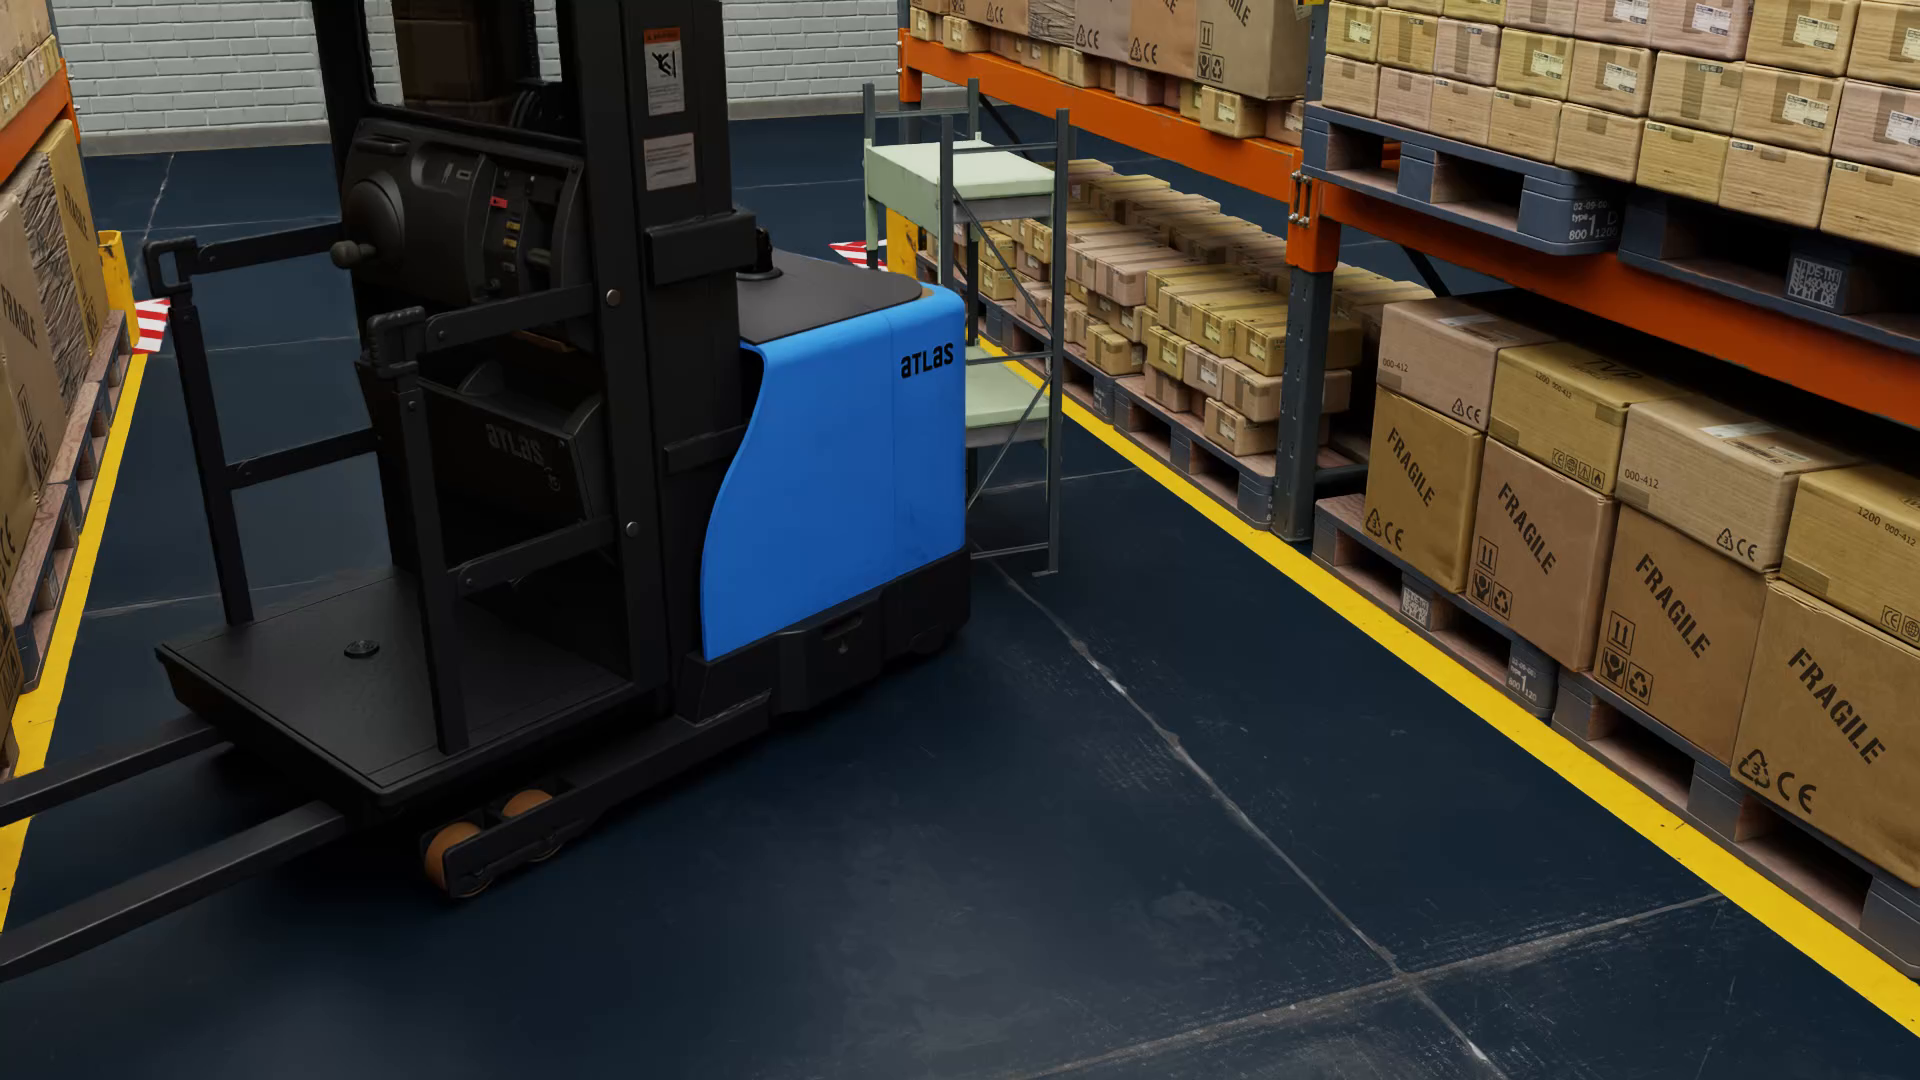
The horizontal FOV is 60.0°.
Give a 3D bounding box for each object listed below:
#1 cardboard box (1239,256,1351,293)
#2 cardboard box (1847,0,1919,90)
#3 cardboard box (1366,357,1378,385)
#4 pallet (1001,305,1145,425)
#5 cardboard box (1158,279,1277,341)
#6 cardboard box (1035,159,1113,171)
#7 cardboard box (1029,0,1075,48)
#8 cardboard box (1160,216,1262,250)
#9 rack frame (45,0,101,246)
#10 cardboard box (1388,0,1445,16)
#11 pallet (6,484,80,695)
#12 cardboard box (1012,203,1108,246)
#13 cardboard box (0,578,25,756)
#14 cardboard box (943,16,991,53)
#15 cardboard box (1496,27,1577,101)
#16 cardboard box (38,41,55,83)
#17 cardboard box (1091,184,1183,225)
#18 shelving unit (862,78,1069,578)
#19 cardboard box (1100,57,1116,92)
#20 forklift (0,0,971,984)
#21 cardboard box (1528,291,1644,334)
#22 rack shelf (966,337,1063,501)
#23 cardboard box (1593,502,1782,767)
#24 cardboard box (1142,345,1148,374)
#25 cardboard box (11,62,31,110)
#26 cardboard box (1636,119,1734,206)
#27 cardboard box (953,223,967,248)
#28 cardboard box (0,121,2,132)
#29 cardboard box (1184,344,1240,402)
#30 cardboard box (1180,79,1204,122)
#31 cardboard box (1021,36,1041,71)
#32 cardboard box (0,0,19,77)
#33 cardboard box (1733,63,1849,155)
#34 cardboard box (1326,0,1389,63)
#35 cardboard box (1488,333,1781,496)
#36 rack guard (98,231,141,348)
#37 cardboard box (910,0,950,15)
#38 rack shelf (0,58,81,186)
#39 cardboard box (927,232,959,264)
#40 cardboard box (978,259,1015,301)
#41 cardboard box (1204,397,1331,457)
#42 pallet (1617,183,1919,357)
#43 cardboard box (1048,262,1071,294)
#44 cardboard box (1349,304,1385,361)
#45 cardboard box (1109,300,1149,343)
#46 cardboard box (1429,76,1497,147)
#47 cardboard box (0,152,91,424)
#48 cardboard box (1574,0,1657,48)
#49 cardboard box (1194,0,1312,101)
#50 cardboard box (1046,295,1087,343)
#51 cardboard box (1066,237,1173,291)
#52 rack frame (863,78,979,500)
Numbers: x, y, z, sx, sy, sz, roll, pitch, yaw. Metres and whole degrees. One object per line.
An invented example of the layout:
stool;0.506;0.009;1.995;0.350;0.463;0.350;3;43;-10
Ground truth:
cardboard box;1.353;-1.048;6.738;0.380;0.149;0.250;-9;24;-20
cardboard box;1.928;-0.939;3.133;0.380;0.149;0.250;-7;24;-16
cardboard box;1.743;-0.648;6.172;0.380;0.149;0.250;-7;24;-17
pallet;0.867;-0.854;7.503;1.003;0.211;1.213;-8;24;-19
cardboard box;0.980;-0.880;6.339;0.380;0.149;0.250;-9;24;-19
cardboard box;0.583;-1.905;8.772;0.380;0.149;0.250;-8;24;-18
cardboard box;0.619;-2.336;6.918;0.500;0.500;0.500;-9;24;-20
cardboard box;1.116;-1.334;7.417;0.380;0.149;0.250;-8;24;-19
rack frame;-4.517;-2.265;7.262;1.000;3.000;0.127;-8;24;-19
cardboard box;1.385;-1.501;4.465;0.380;0.149;0.250;-8;24;-18
pallet;-3.300;0.186;5.036;1.003;0.211;1.213;-8;24;-19
cardboard box;0.459;-1.452;7.697;0.380;0.149;0.250;-7;24;-17
cardboard box;-2.859;0.204;3.599;1.225;0.875;0.875;-8;24;-19
cardboard box;0.140;-2.438;7.997;0.380;0.149;0.250;-9;24;-20
cardboard box;1.558;-1.182;4.092;0.380;0.149;0.250;-9;25;-21
cardboard box;-3.990;-1.971;6.887;0.380;0.149;0.250;-8;24;-18
cardboard box;0.860;-1.626;8.111;0.380;0.149;0.250;-9;25;-21
shelving unit;0.002;-0.689;5.453;0.431;1.500;0.755;-8;24;-19
cardboard box;0.788;-1.887;6.688;0.380;0.149;0.250;-9;24;-20
forklift;-1.323;-0.755;3.768;1.130;2.935;3.031;19;29;38
cardboard box;2.071;-0.607;5.039;0.500;0.250;0.500;-9;24;-20
rack shelf;0.002;-0.388;5.580;0.431;0.370;0.720;-8;24;-19
cardboard box;1.971;0.188;4.119;0.500;0.500;0.500;-8;24;-18
cardboard box;0.968;-0.736;6.765;0.380;0.149;0.250;-9;24;-20
cardboard box;-3.721;-1.694;6.231;0.380;0.149;0.250;-9;24;-20
cardboard box;1.747;-0.853;3.695;0.380;0.149;0.250;-9;24;-20
cardboard box;0.147;-1.593;8.414;0.380;0.149;0.250;-8;24;-19
cardboard box;-3.450;-1.415;5.569;0.380;0.149;0.250;-9;25;-21
cardboard box;1.056;-0.640;6.153;0.380;0.149;0.250;-10;25;-22
cardboard box;1.020;-1.595;5.996;0.380;0.149;0.250;-7;24;-17
cardboard box;0.493;-2.168;7.354;0.380;0.149;0.250;-9;24;-20
cardboard box;-3.739;-1.824;6.026;0.500;0.250;0.500;-9;25;-21
cardboard box;1.835;-0.896;3.413;0.380;0.149;0.250;-9;24;-20
cardboard box;1.280;-1.464;4.761;0.380;0.149;0.250;-8;24;-18
cardboard box;1.776;-0.345;4.418;0.500;0.250;0.500;-8;24;-18
rack guard;-4.526;-1.122;7.768;1.175;0.500;0.348;-8;24;-19
cardboard box;0.059;-2.891;8.235;0.500;0.500;0.500;-7;24;-16
rack shelf;-3.811;-1.207;5.677;1.077;0.370;4.000;-8;24;-19
cardboard box;0.044;-1.554;8.705;0.380;0.149;0.250;-8;24;-18
cardboard box;0.295;-1.273;8.039;0.380;0.149;0.250;-8;24;-18
cardboard box;1.114;-0.431;6.040;0.380;0.149;0.250;-8;24;-18
pallet;2.247;-0.627;3.623;1.003;0.211;1.213;-8;24;-19
cardboard box;0.623;-1.232;7.557;0.380;0.149;0.250;-7;24;-16
cardboard box;1.644;-0.763;6.062;0.380;0.149;0.250;-7;24;-17
cardboard box;0.839;-0.929;6.839;0.380;0.149;0.250;-8;24;-18
cardboard box;1.469;-1.136;4.365;0.380;0.149;0.250;-8;24;-19
cardboard box;-3.895;-0.927;6.283;0.875;0.875;0.875;-8;24;-19
cardboard box;1.650;-1.223;3.807;0.380;0.149;0.250;-9;24;-19
cardboard box;1.136;-1.775;5.589;0.500;0.500;0.500;-8;24;-19
cardboard box;0.603;-0.994;7.376;0.380;0.149;0.250;-8;24;-19
cardboard box;0.673;-1.167;7.020;0.380;0.149;0.250;-9;25;-21
rack frame;-0.127;-0.822;5.768;0.400;1.500;0.023;-8;24;-19
